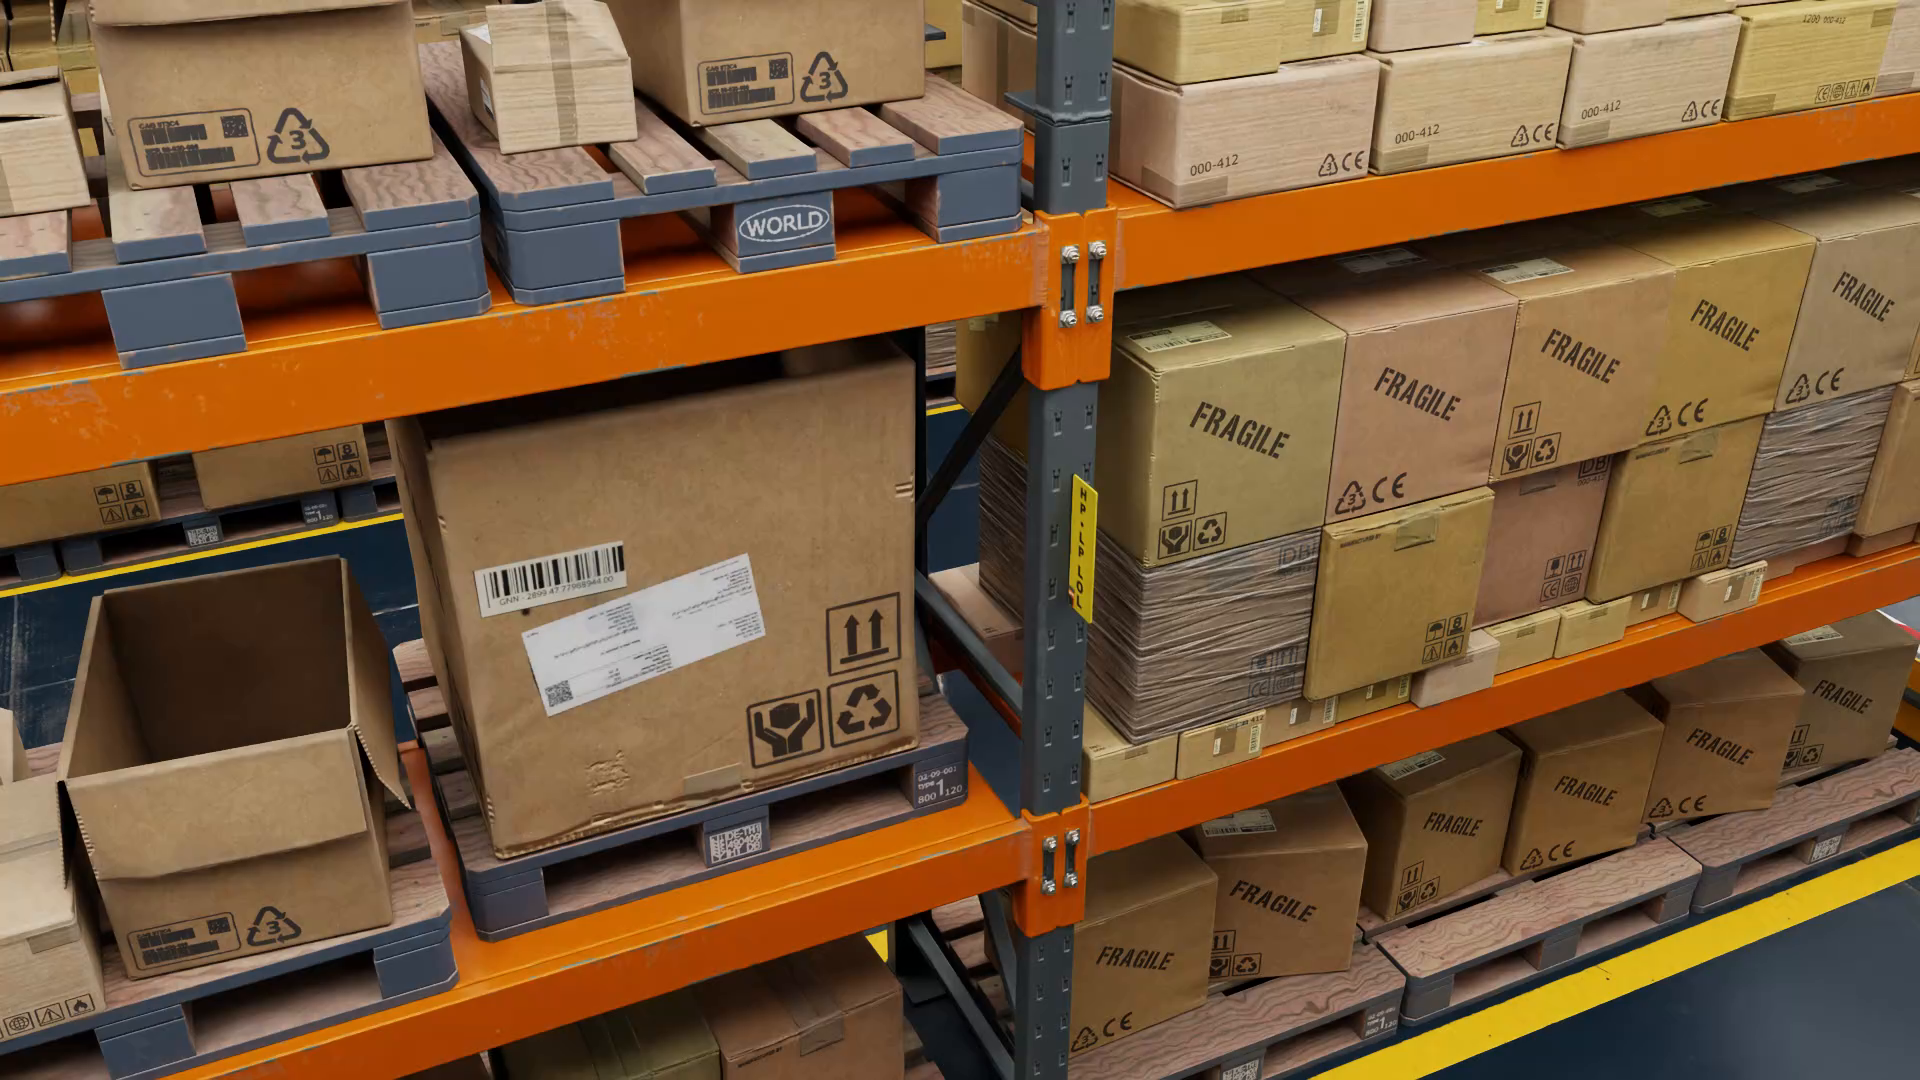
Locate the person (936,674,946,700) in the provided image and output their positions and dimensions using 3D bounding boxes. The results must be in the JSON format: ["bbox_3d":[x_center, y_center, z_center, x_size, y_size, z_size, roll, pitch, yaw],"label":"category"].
[{"bbox_3d":[-0.375,-0.059,6.198,0.609,1.795,0.557,6,30,11],"label":"person"}]
